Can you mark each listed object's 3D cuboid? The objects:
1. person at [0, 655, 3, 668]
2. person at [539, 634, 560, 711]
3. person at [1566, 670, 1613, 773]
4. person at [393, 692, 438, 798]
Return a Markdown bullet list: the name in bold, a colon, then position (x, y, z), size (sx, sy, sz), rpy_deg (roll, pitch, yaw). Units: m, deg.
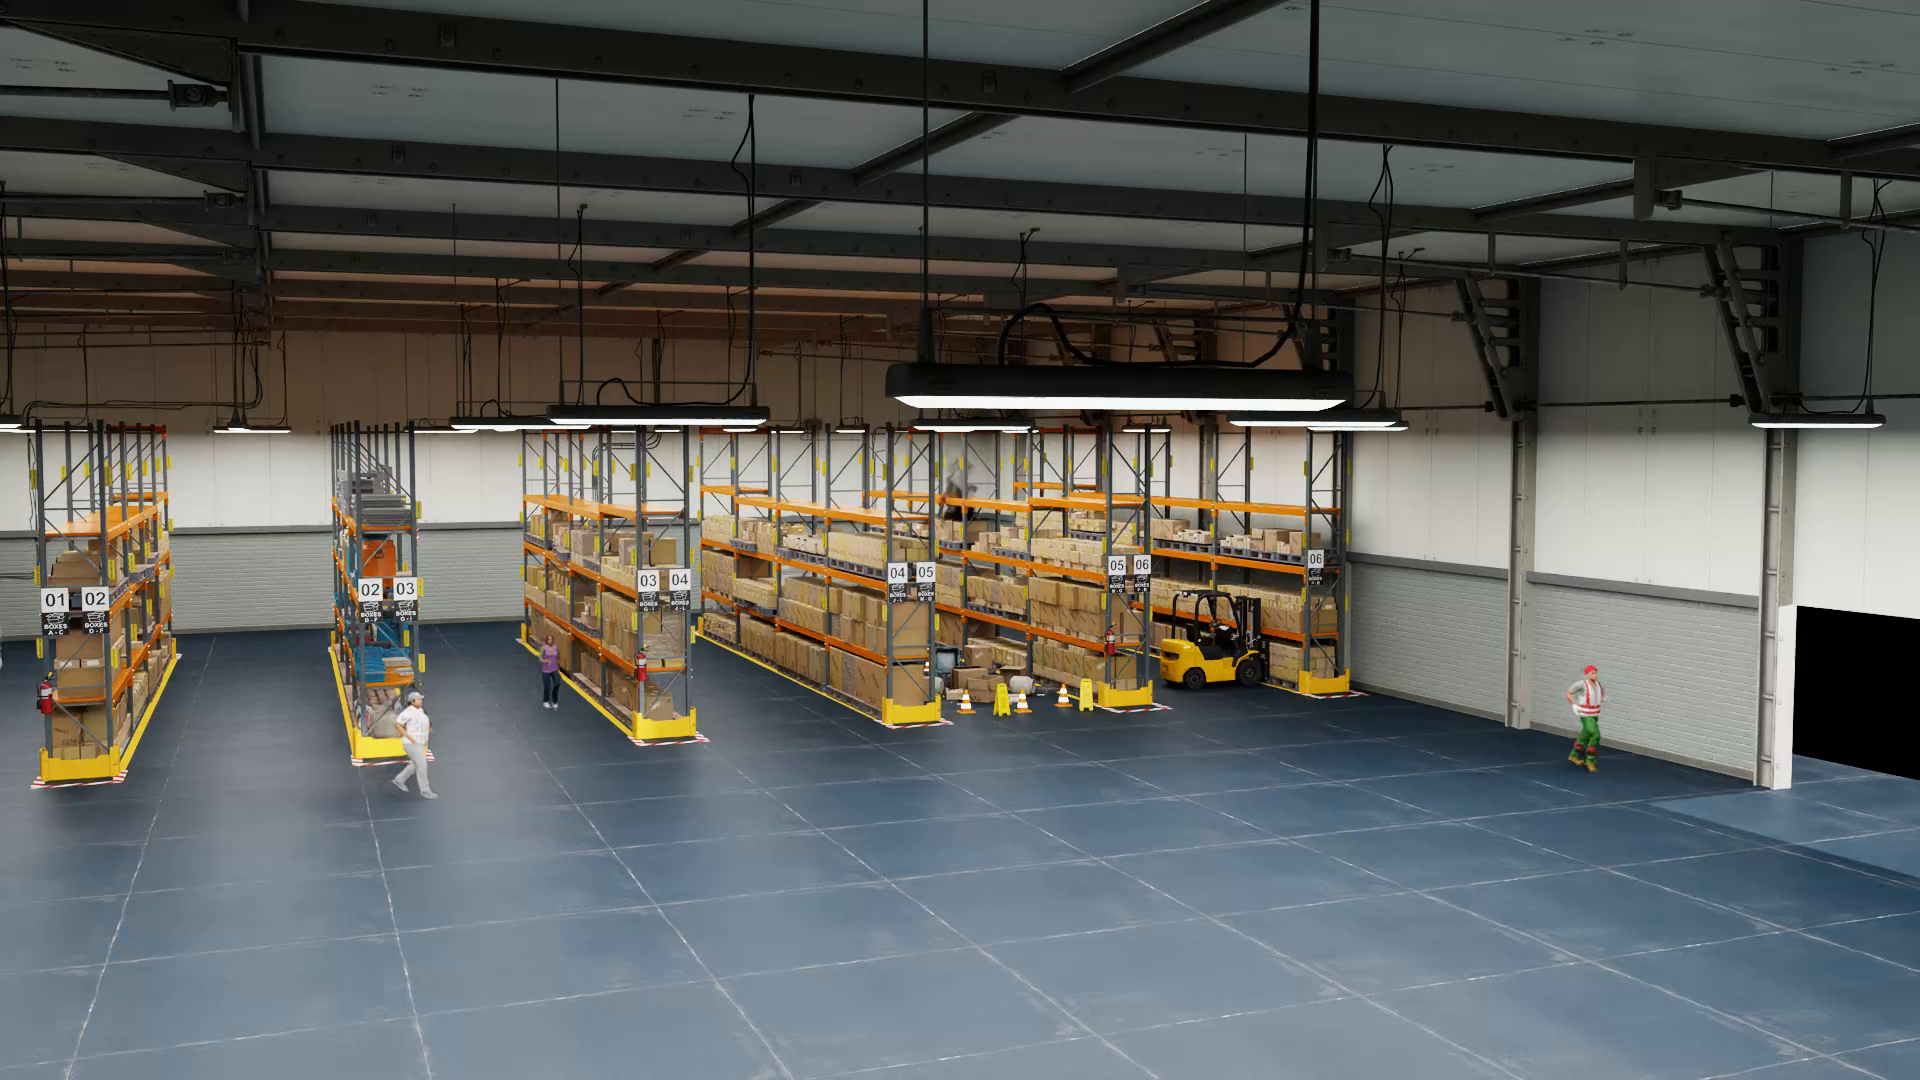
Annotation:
- **person**: position (-19.778, 2.804, 33.861), size (0.506, 1.586, 0.656), rpy_deg (-3, 4, -37)
- **person**: position (-8.546, 2.766, 34.695), size (0.490, 1.625, 0.711), rpy_deg (-2, 4, -27)
- **person**: position (10.815, 3.092, 28.564), size (0.616, 1.784, 0.779), rpy_deg (-2, 4, -30)
- **person**: position (-8.665, 3.247, 26.385), size (0.798, 1.685, 0.611), rpy_deg (0, 4, 5)
